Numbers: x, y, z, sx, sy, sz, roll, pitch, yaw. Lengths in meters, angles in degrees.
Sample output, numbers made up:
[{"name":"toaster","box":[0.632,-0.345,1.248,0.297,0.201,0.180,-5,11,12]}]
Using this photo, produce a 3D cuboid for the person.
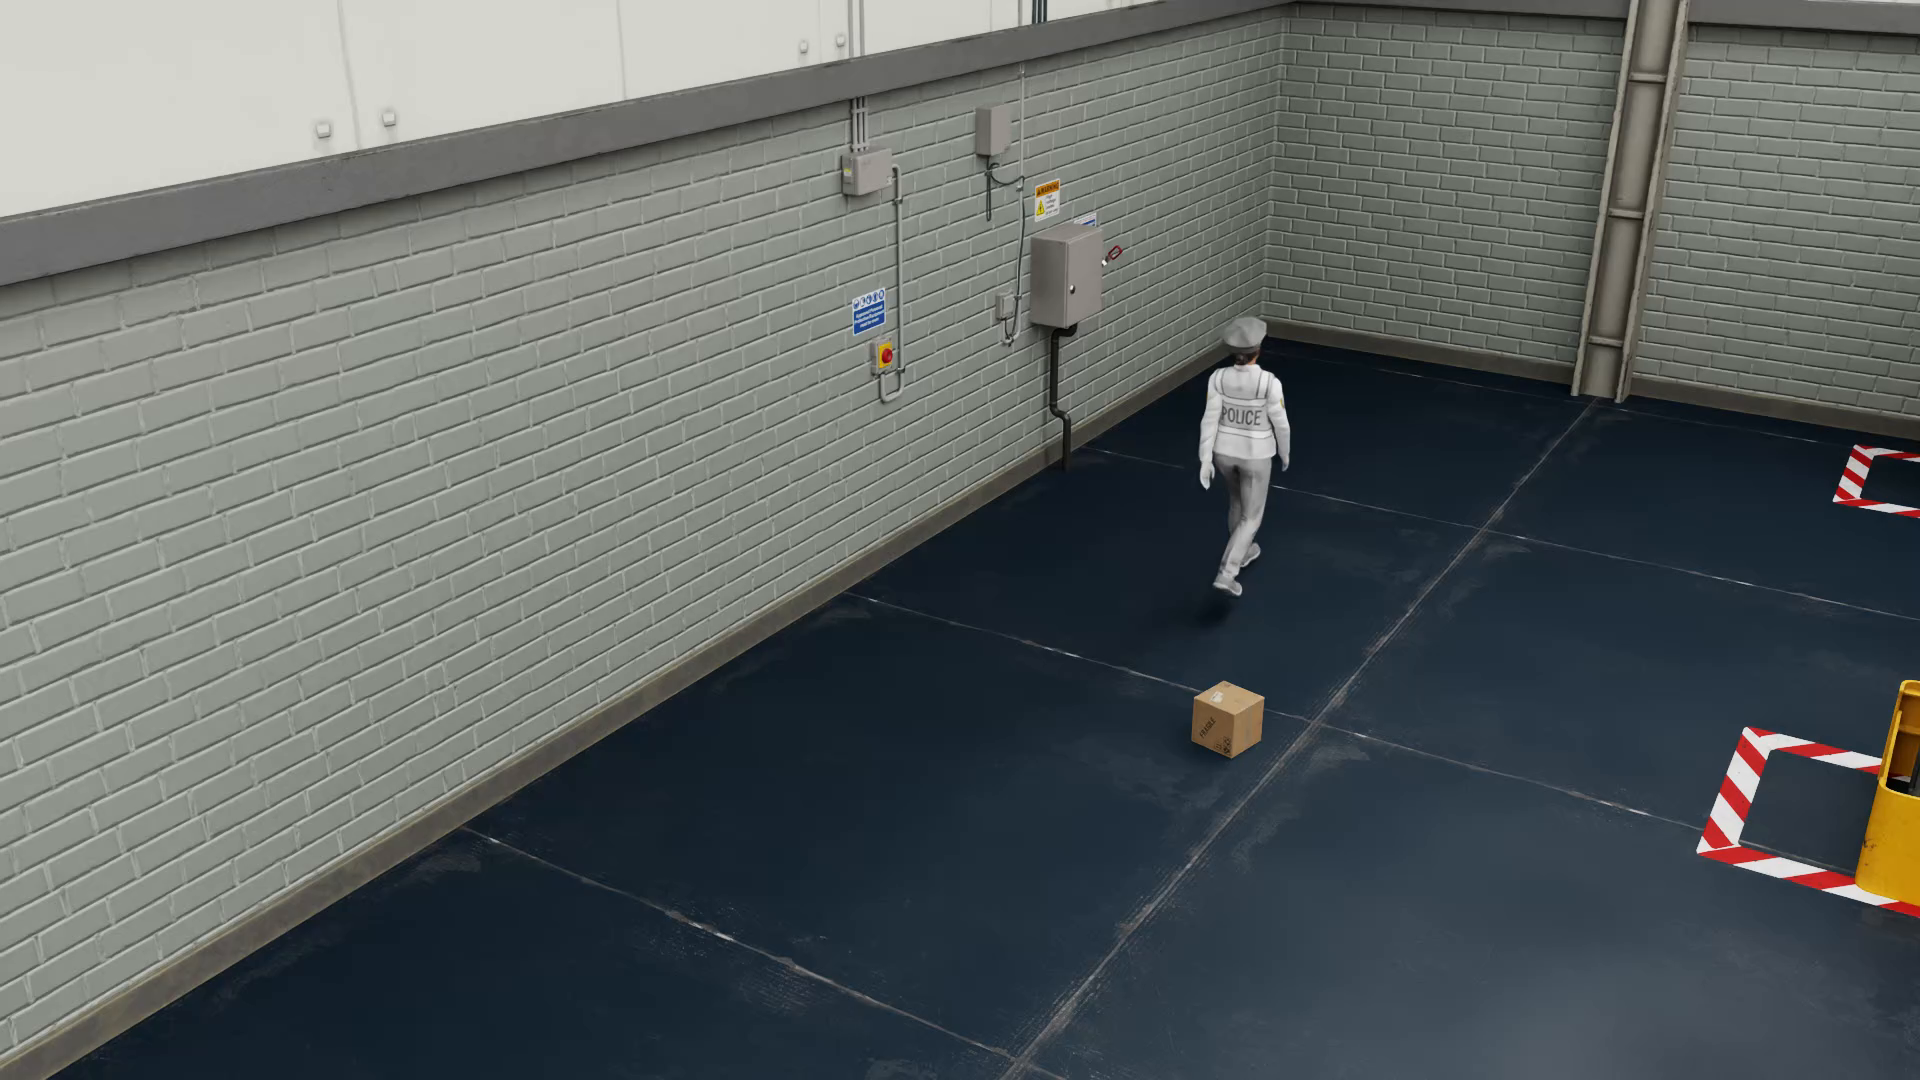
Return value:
[{"name":"person","box":[1.661,-0.499,9.711,0.487,1.635,0.960,13,27,28]}]
